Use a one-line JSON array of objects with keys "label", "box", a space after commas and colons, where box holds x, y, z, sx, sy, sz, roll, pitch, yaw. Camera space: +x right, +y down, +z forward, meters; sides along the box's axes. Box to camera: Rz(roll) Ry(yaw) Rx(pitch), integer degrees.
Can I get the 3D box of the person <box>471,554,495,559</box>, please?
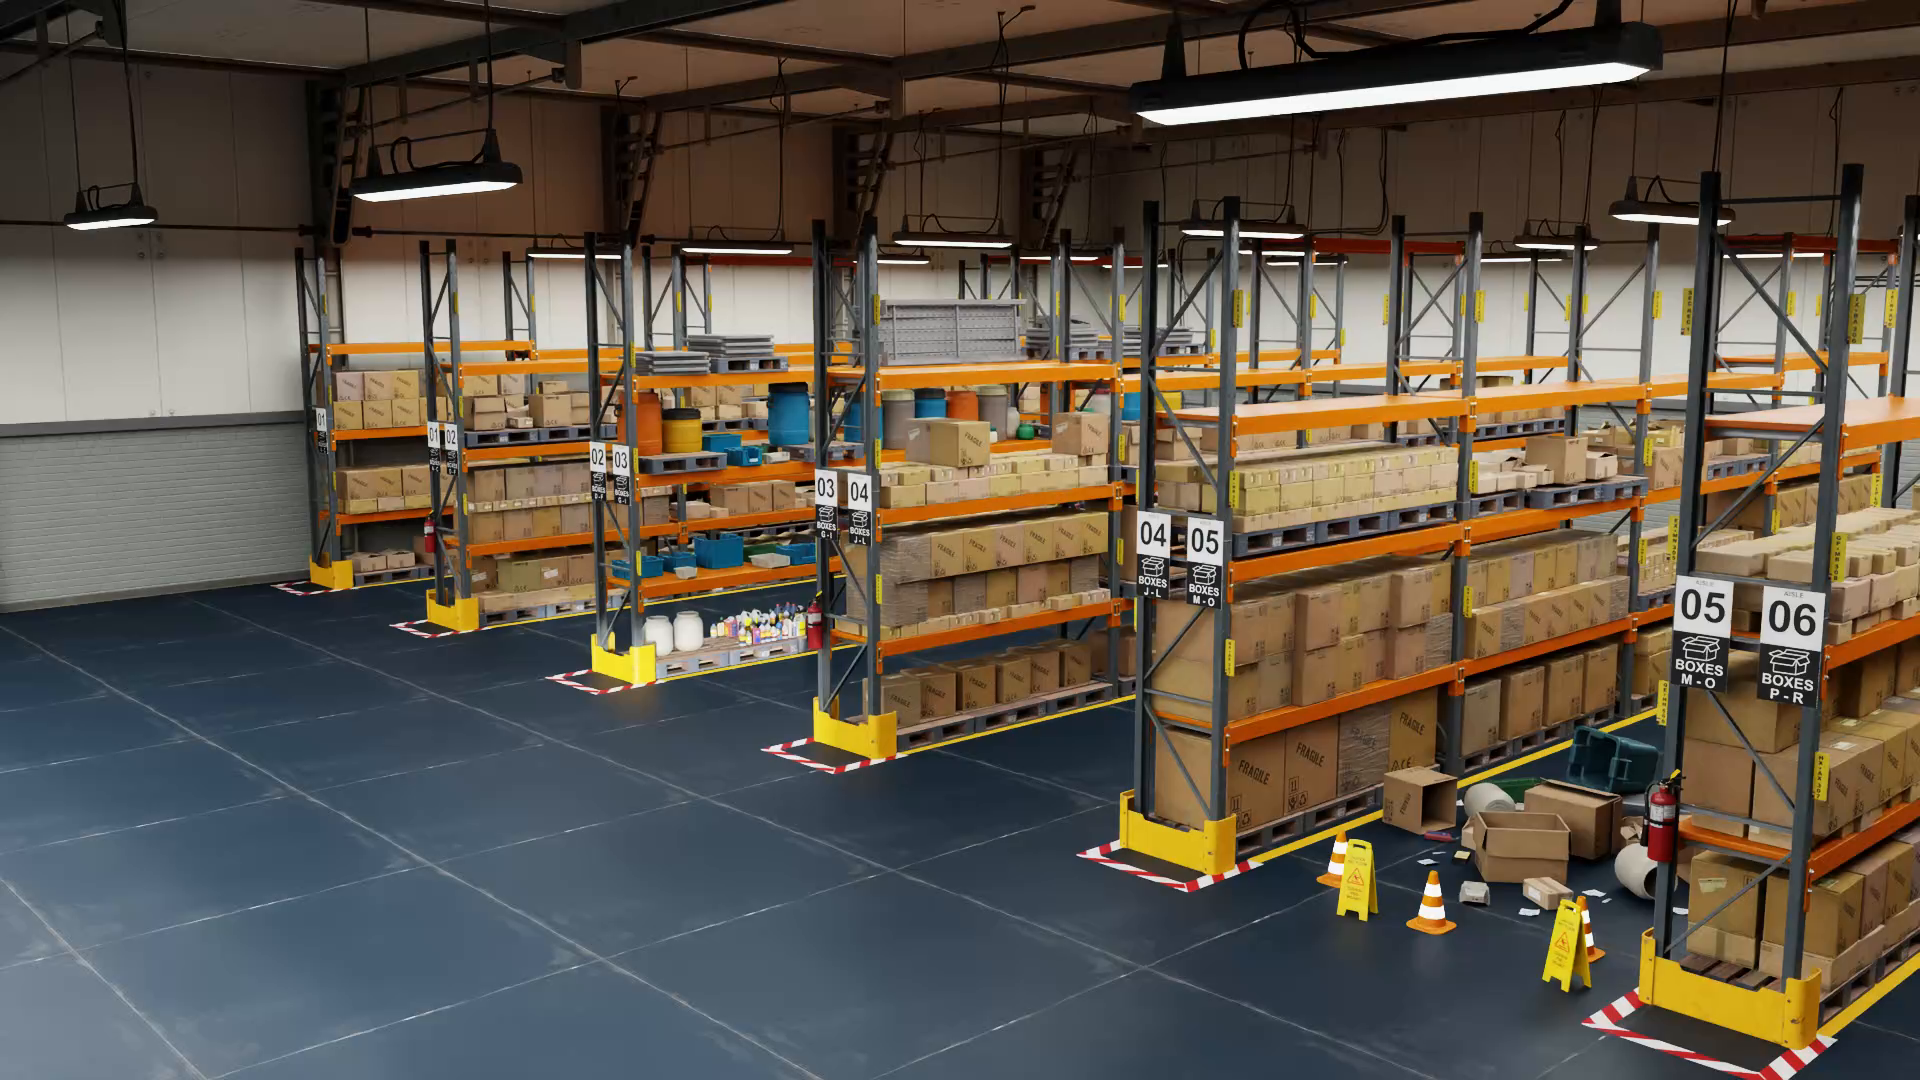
[{"label": "person", "box": [-8.295, 0.125, 28.561, 0.687, 1.832, 0.538, -6, 10, -35]}]
